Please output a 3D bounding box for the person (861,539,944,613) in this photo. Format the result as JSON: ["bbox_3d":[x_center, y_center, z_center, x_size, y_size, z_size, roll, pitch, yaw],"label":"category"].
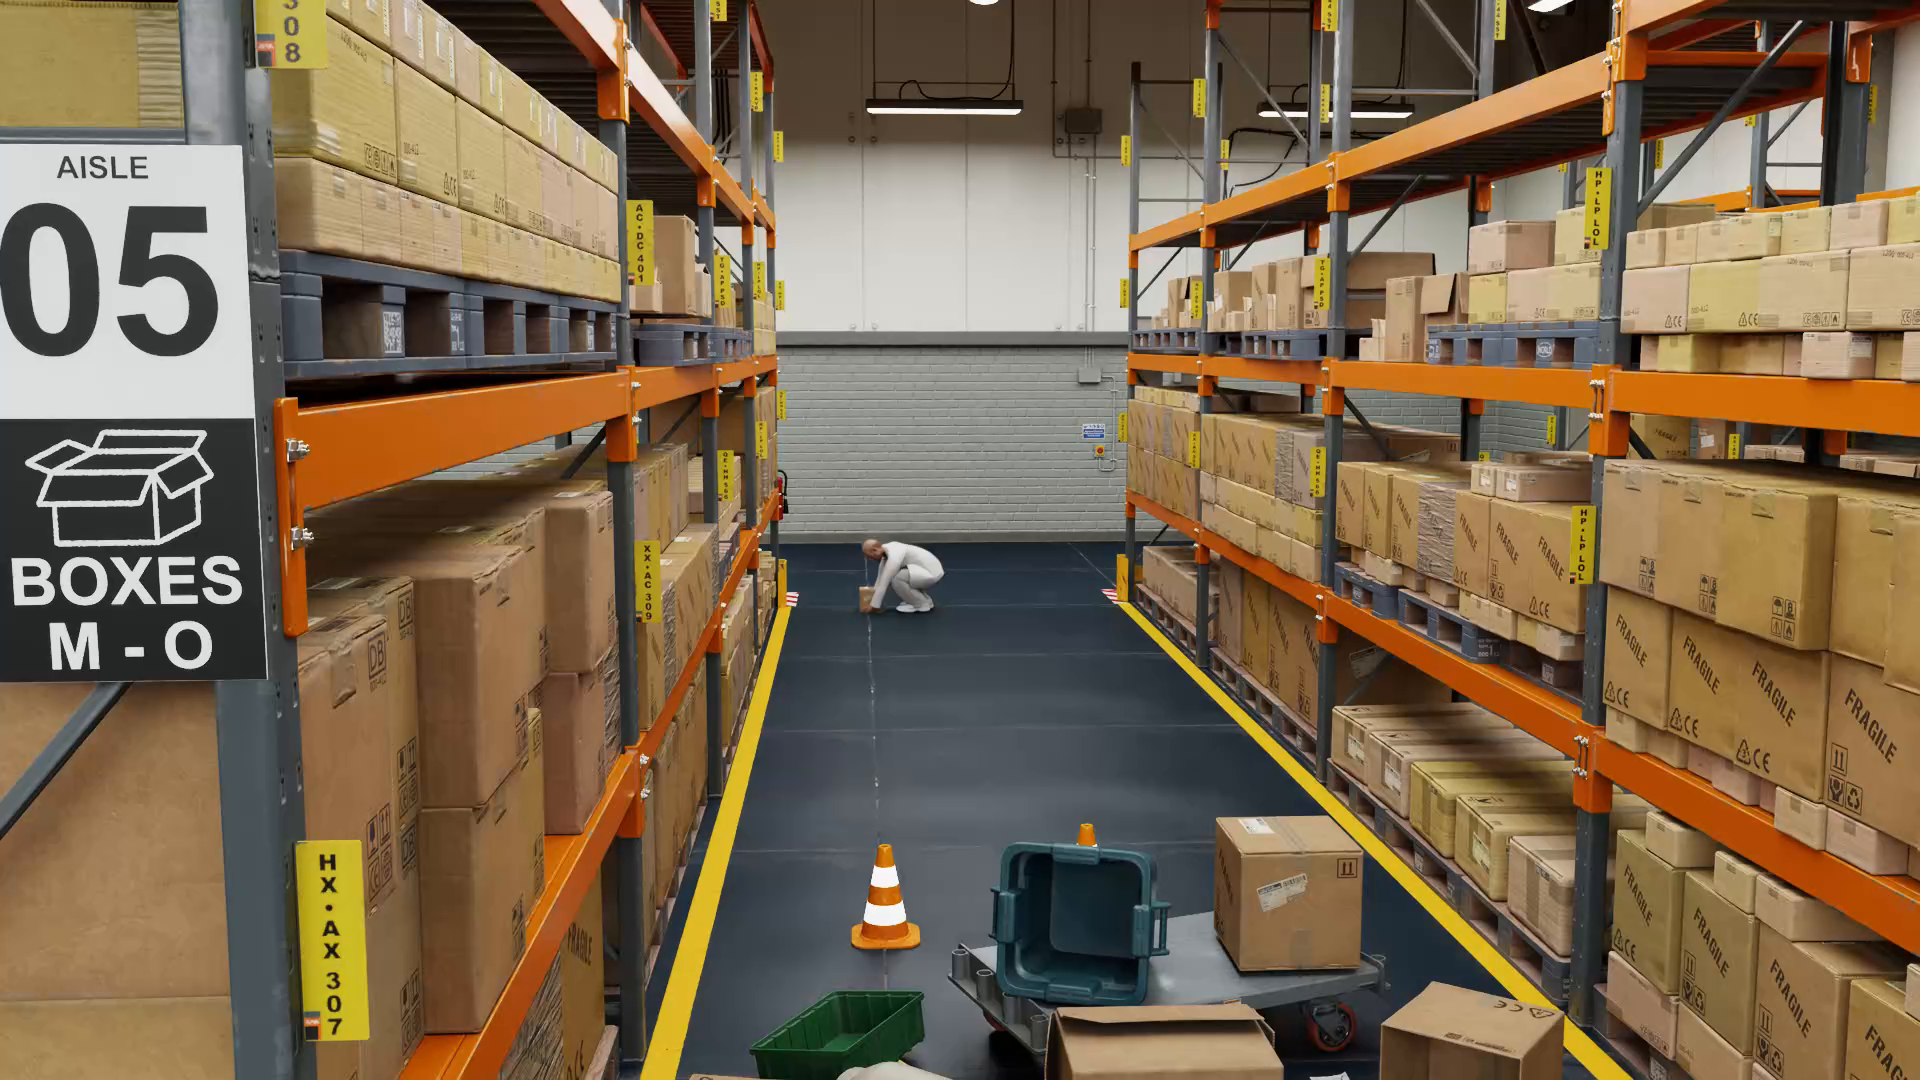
[{"bbox_3d":[-5.829,1.210,11.730,12.265,0.859,12.922,-1,7,-4],"label":"person"}]
